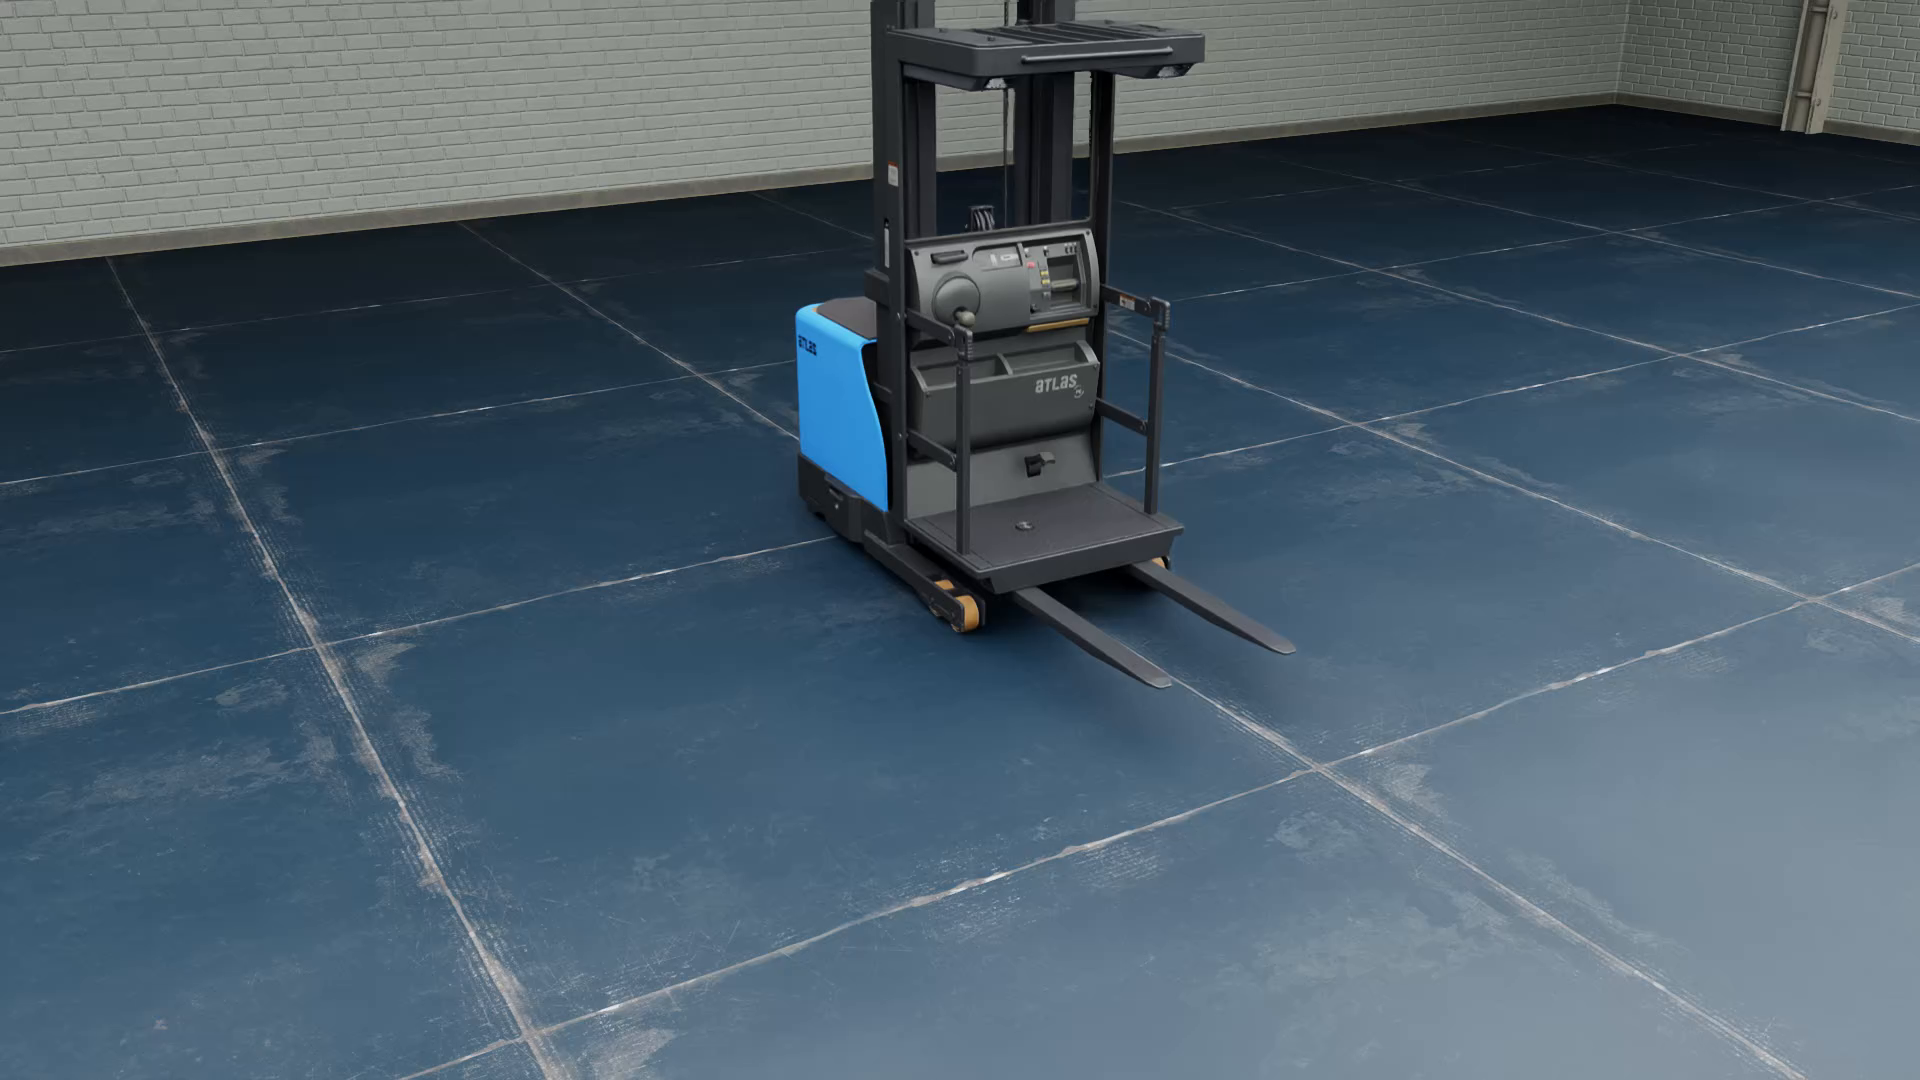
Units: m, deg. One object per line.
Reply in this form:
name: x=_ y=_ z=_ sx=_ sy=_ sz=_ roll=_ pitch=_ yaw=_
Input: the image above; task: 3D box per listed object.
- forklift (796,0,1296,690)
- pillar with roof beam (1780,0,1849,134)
forklift: x=0.315 y=-1.145 z=7.236 sx=1.130 sy=2.935 sz=3.031 roll=-12 pitch=25 yaw=-27
pillar with roof beam: x=6.948 y=-8.513 z=17.305 sx=9.100 sy=9.000 sz=0.400 roll=-13 pitch=25 yaw=-28
